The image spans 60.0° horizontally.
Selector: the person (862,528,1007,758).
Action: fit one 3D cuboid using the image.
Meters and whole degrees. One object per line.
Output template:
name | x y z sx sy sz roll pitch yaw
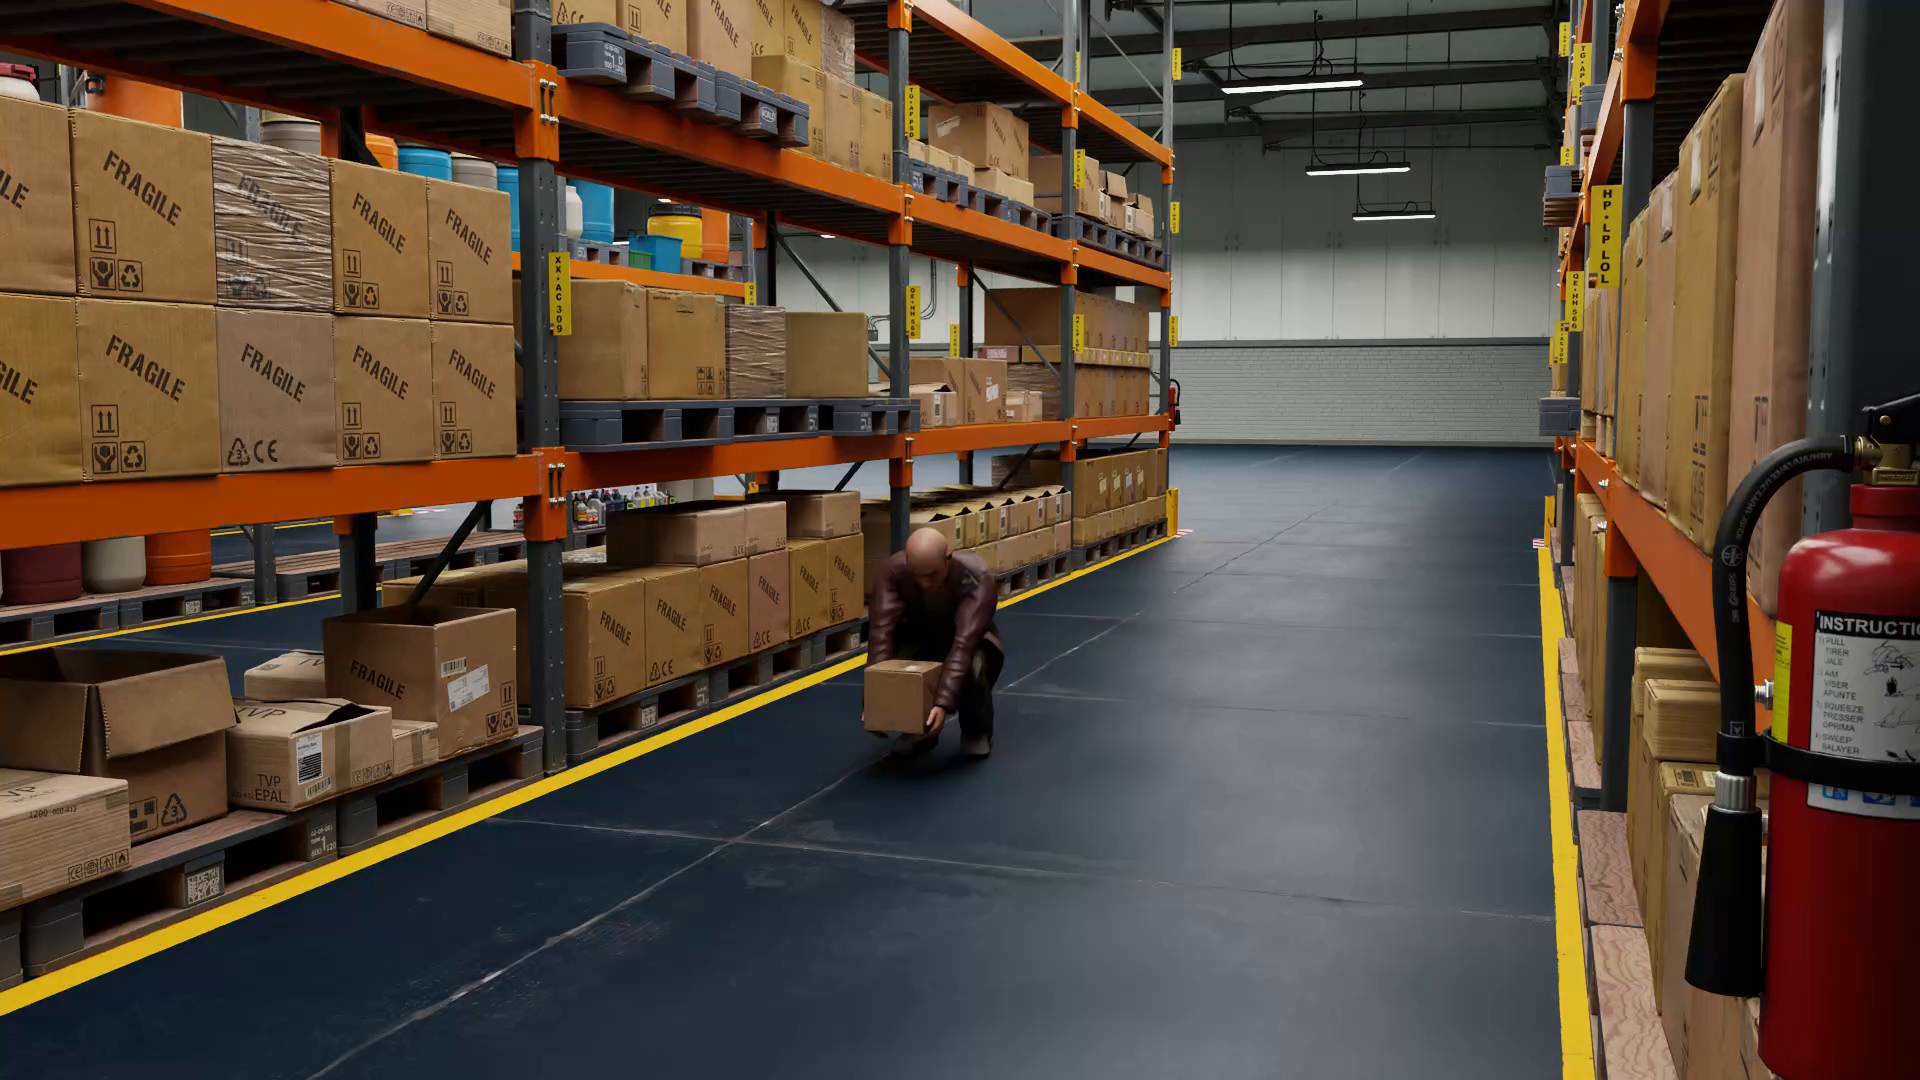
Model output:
person | -0.106 0.428 7.023 0.581 1.000 0.936 2 5 17
